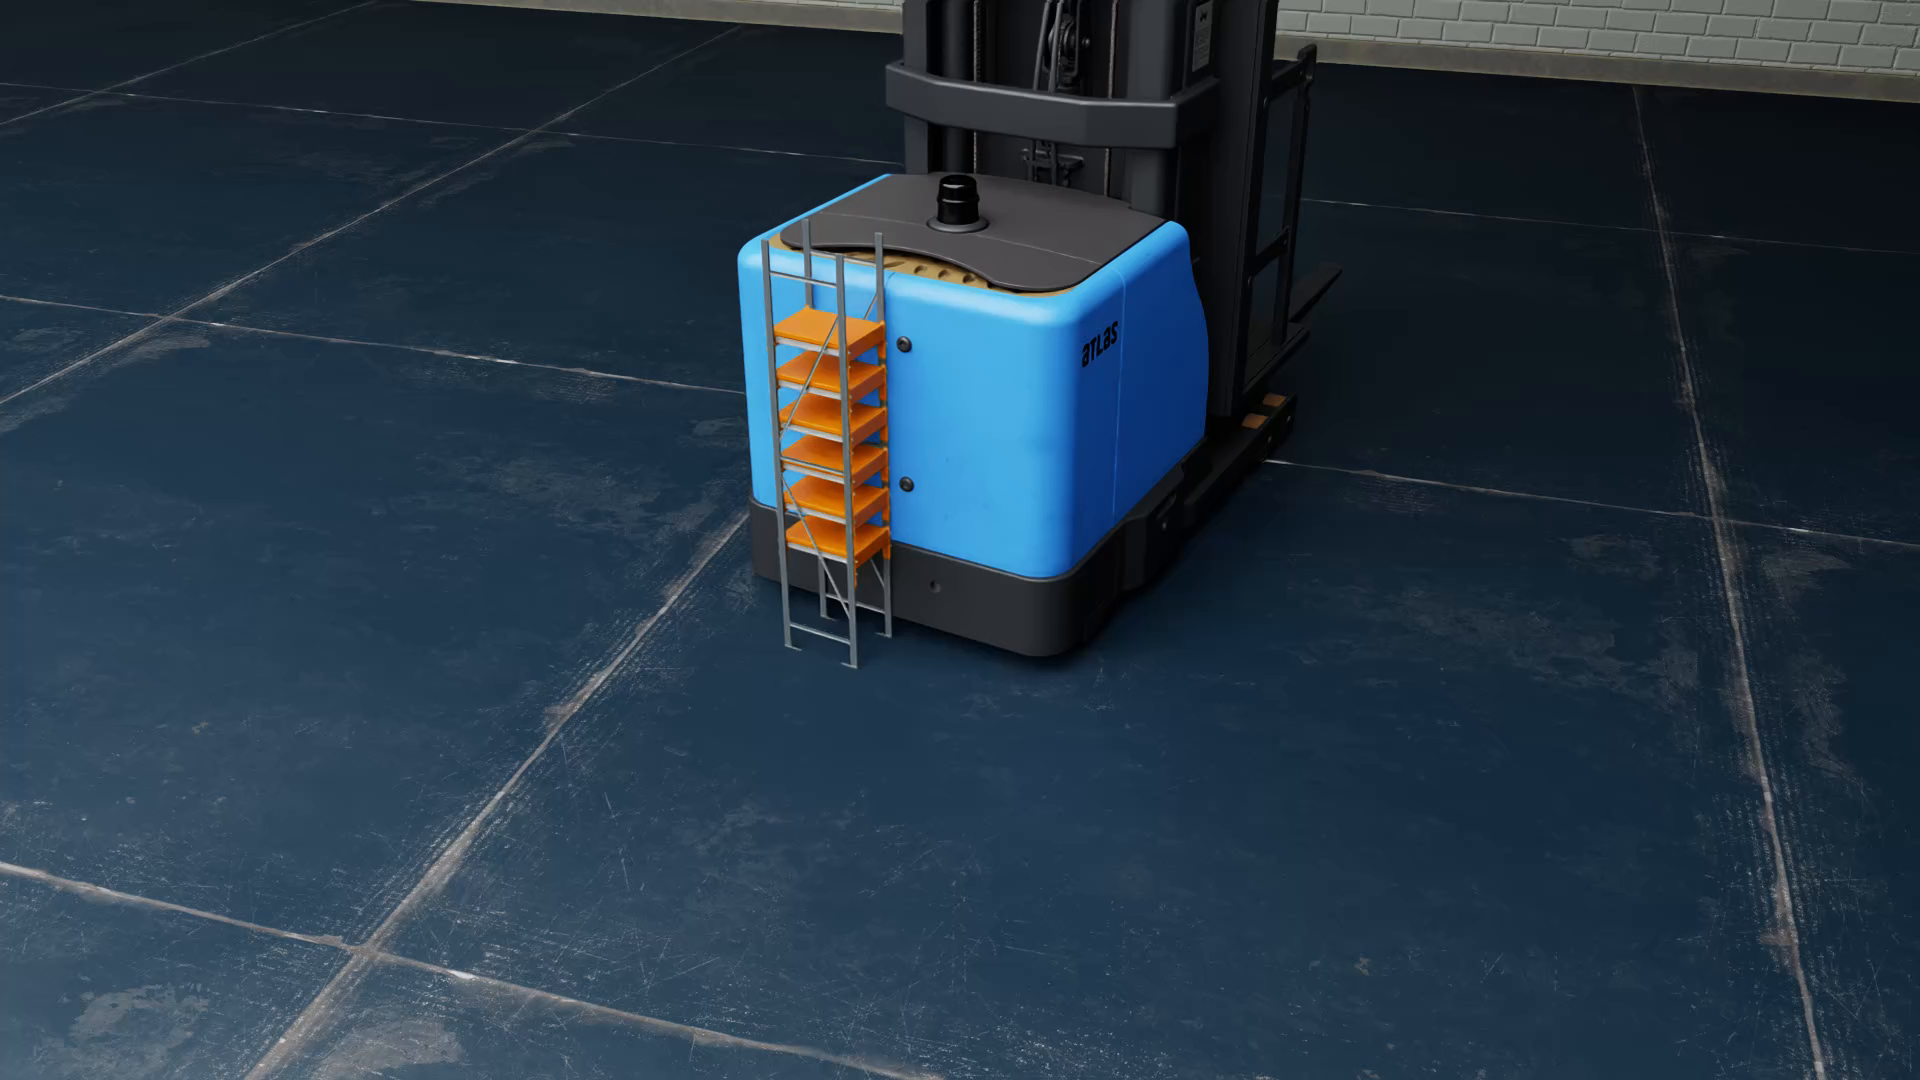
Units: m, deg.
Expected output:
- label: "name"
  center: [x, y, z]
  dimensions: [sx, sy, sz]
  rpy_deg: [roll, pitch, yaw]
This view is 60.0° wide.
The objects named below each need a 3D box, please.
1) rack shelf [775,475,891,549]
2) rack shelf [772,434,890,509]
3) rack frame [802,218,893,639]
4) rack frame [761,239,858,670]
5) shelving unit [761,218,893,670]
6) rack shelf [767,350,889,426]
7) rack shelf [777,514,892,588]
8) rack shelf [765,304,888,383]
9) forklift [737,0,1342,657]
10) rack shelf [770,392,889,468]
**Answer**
- label: "rack shelf"
  center: [-0.343, -0.089, 4.513]
  dimensions: [0.258, 0.103, 0.180]
  rpy_deg: [15, 32, 25]
- label: "rack shelf"
  center: [-0.343, -0.193, 4.455]
  dimensions: [0.258, 0.103, 0.180]
  rpy_deg: [15, 32, 25]
- label: "rack frame"
  center: [-0.299, -0.271, 4.503]
  dimensions: [0.240, 1.200, 0.006]
  rpy_deg: [15, 32, 25]
- label: "rack frame"
  center: [-0.388, -0.193, 4.363]
  dimensions: [0.240, 1.200, 0.006]
  rpy_deg: [15, 32, 25]
- label: "shelving unit"
  center: [-0.343, -0.232, 4.433]
  dimensions: [0.258, 1.200, 0.189]
  rpy_deg: [15, 32, 25]
- label: "rack shelf"
  center: [-0.343, -0.403, 4.338]
  dimensions: [0.258, 0.103, 0.180]
  rpy_deg: [15, 32, 25]
- label: "rack shelf"
  center: [-0.343, 0.016, 4.571]
  dimensions: [0.258, 0.103, 0.180]
  rpy_deg: [15, 32, 25]
- label: "rack shelf"
  center: [-0.343, -0.508, 4.280]
  dimensions: [0.258, 0.103, 0.180]
  rpy_deg: [15, 32, 25]
- label: "forklift"
  center: [0.537, -1.648, 5.197]
  dimensions: [1.130, 2.935, 3.031]
  rpy_deg: [15, 32, 25]
- label: "rack shelf"
  center: [-0.343, -0.298, 4.396]
  dimensions: [0.258, 0.103, 0.180]
  rpy_deg: [15, 32, 25]
